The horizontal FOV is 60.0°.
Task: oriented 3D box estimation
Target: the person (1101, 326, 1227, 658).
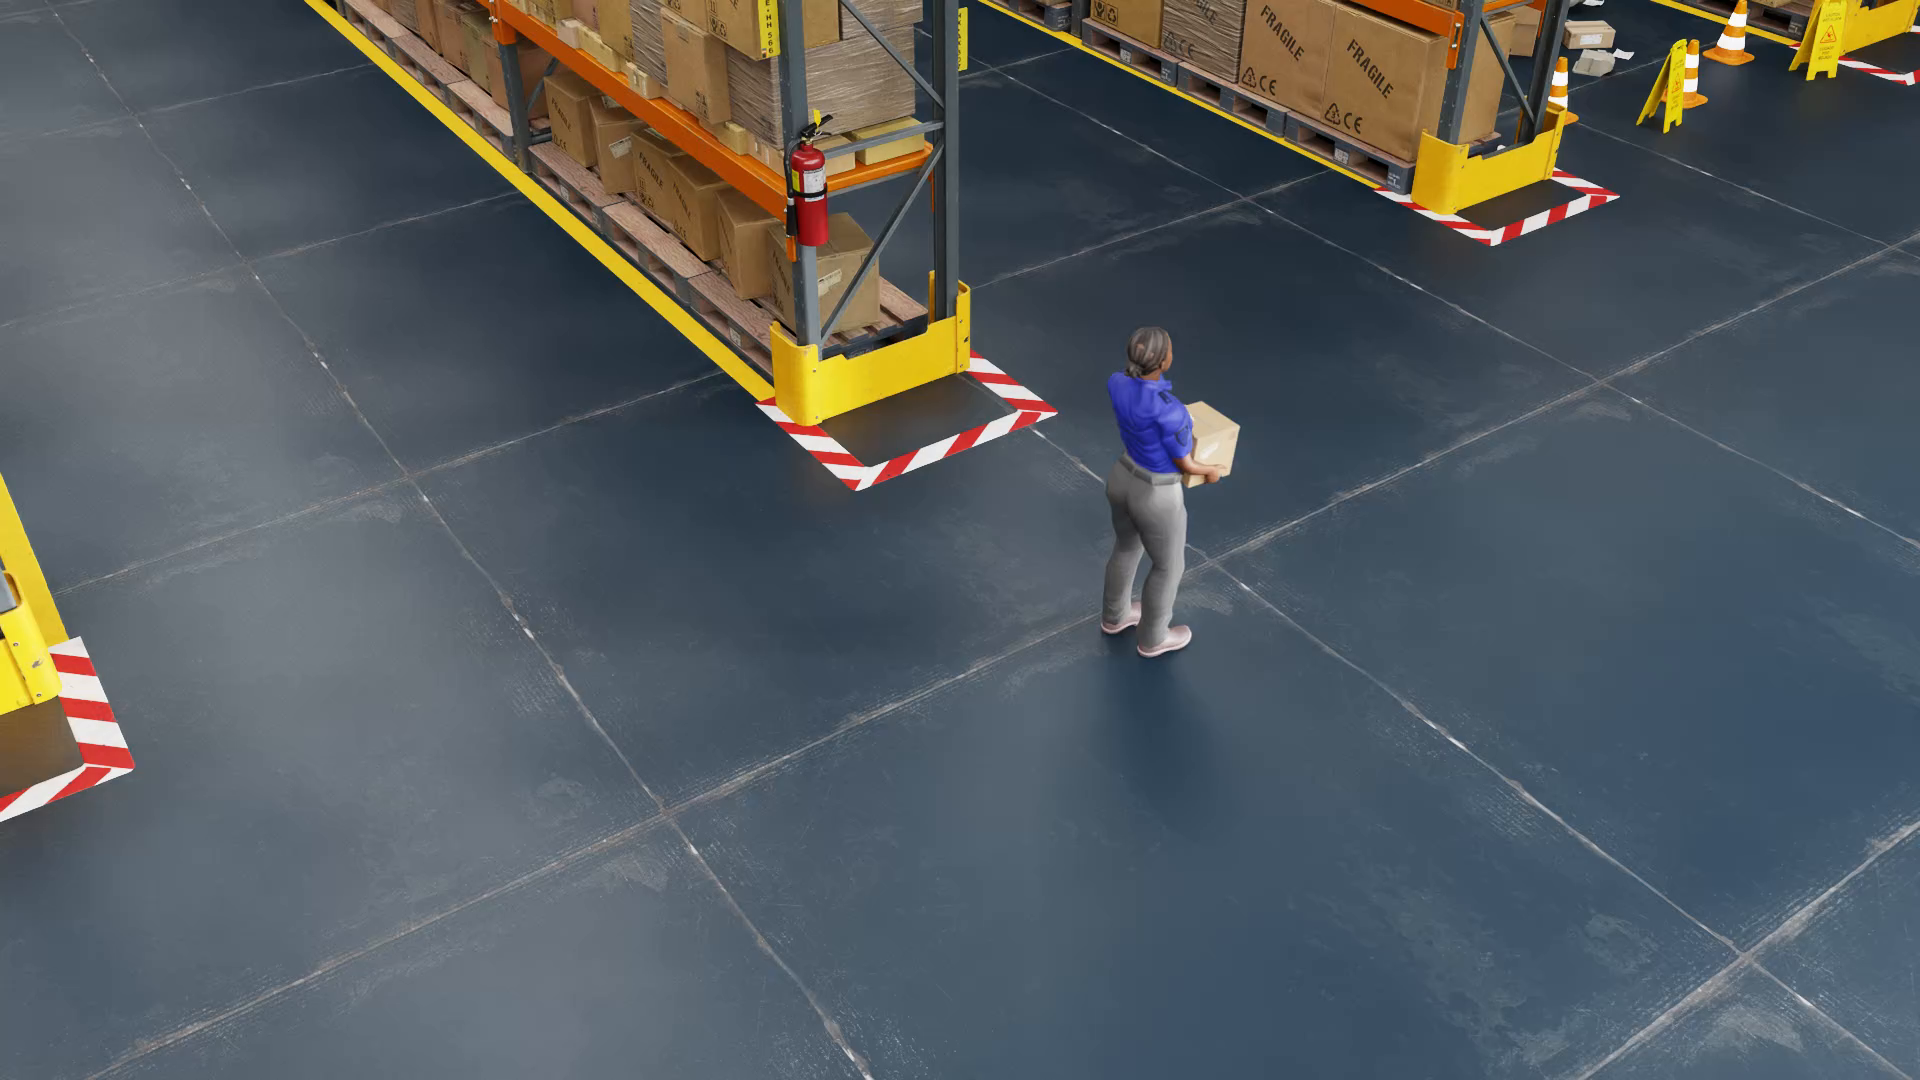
[{"bbox_3d":[0.889,-0.236,7.324,0.500,1.653,0.460,-23,42,-28],"label":"person"}]
